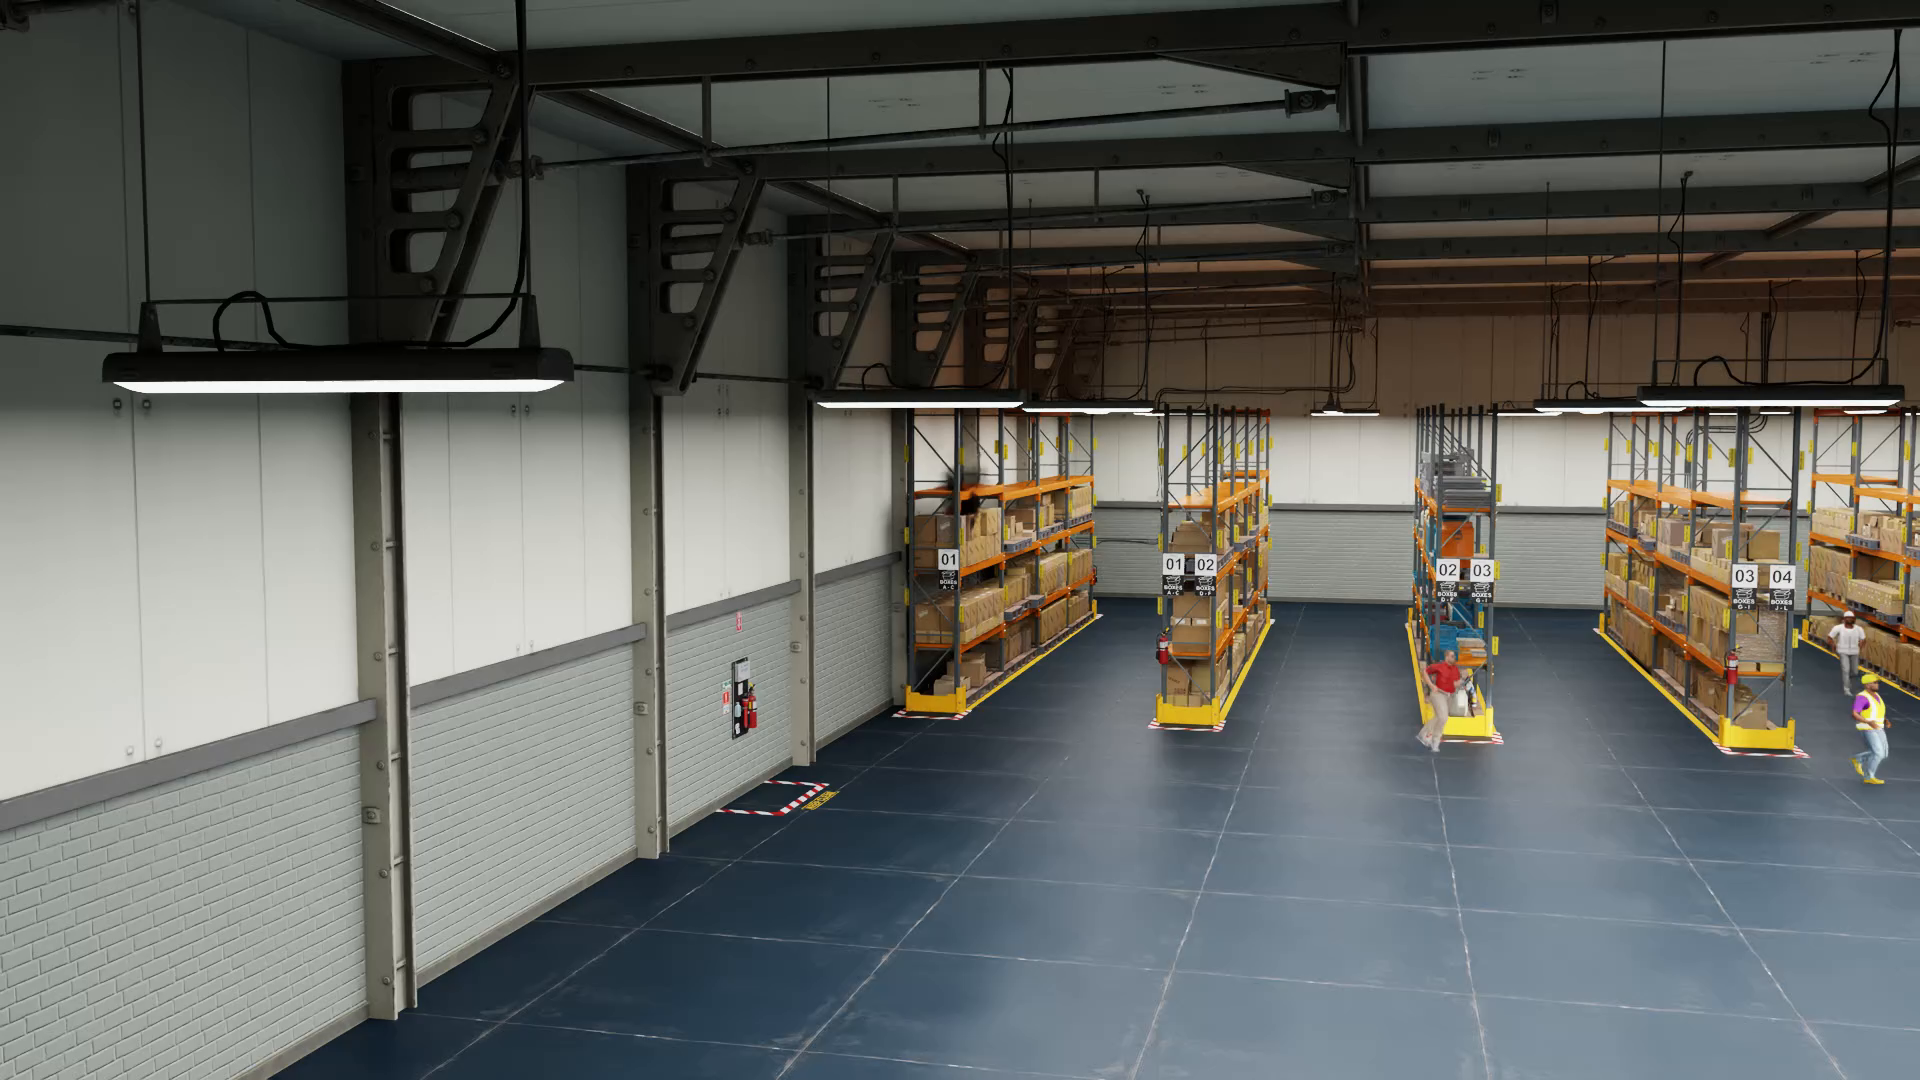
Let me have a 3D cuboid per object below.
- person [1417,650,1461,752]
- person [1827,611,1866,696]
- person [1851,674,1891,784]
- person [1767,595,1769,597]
[{"bbox_3d":[8.355,2.797,28.950,0.731,1.779,0.688,-3,5,-34],"label":"person"},{"bbox_3d":[18.435,2.345,34.550,0.712,1.732,0.795,1,4,14],"label":"person"},{"bbox_3d":[14.281,2.961,26.135,0.687,1.715,0.608,-3,5,-34],"label":"person"},{"bbox_3d":[20.122,1.898,41.065,0.596,1.698,0.732,1,4,17],"label":"person"}]
